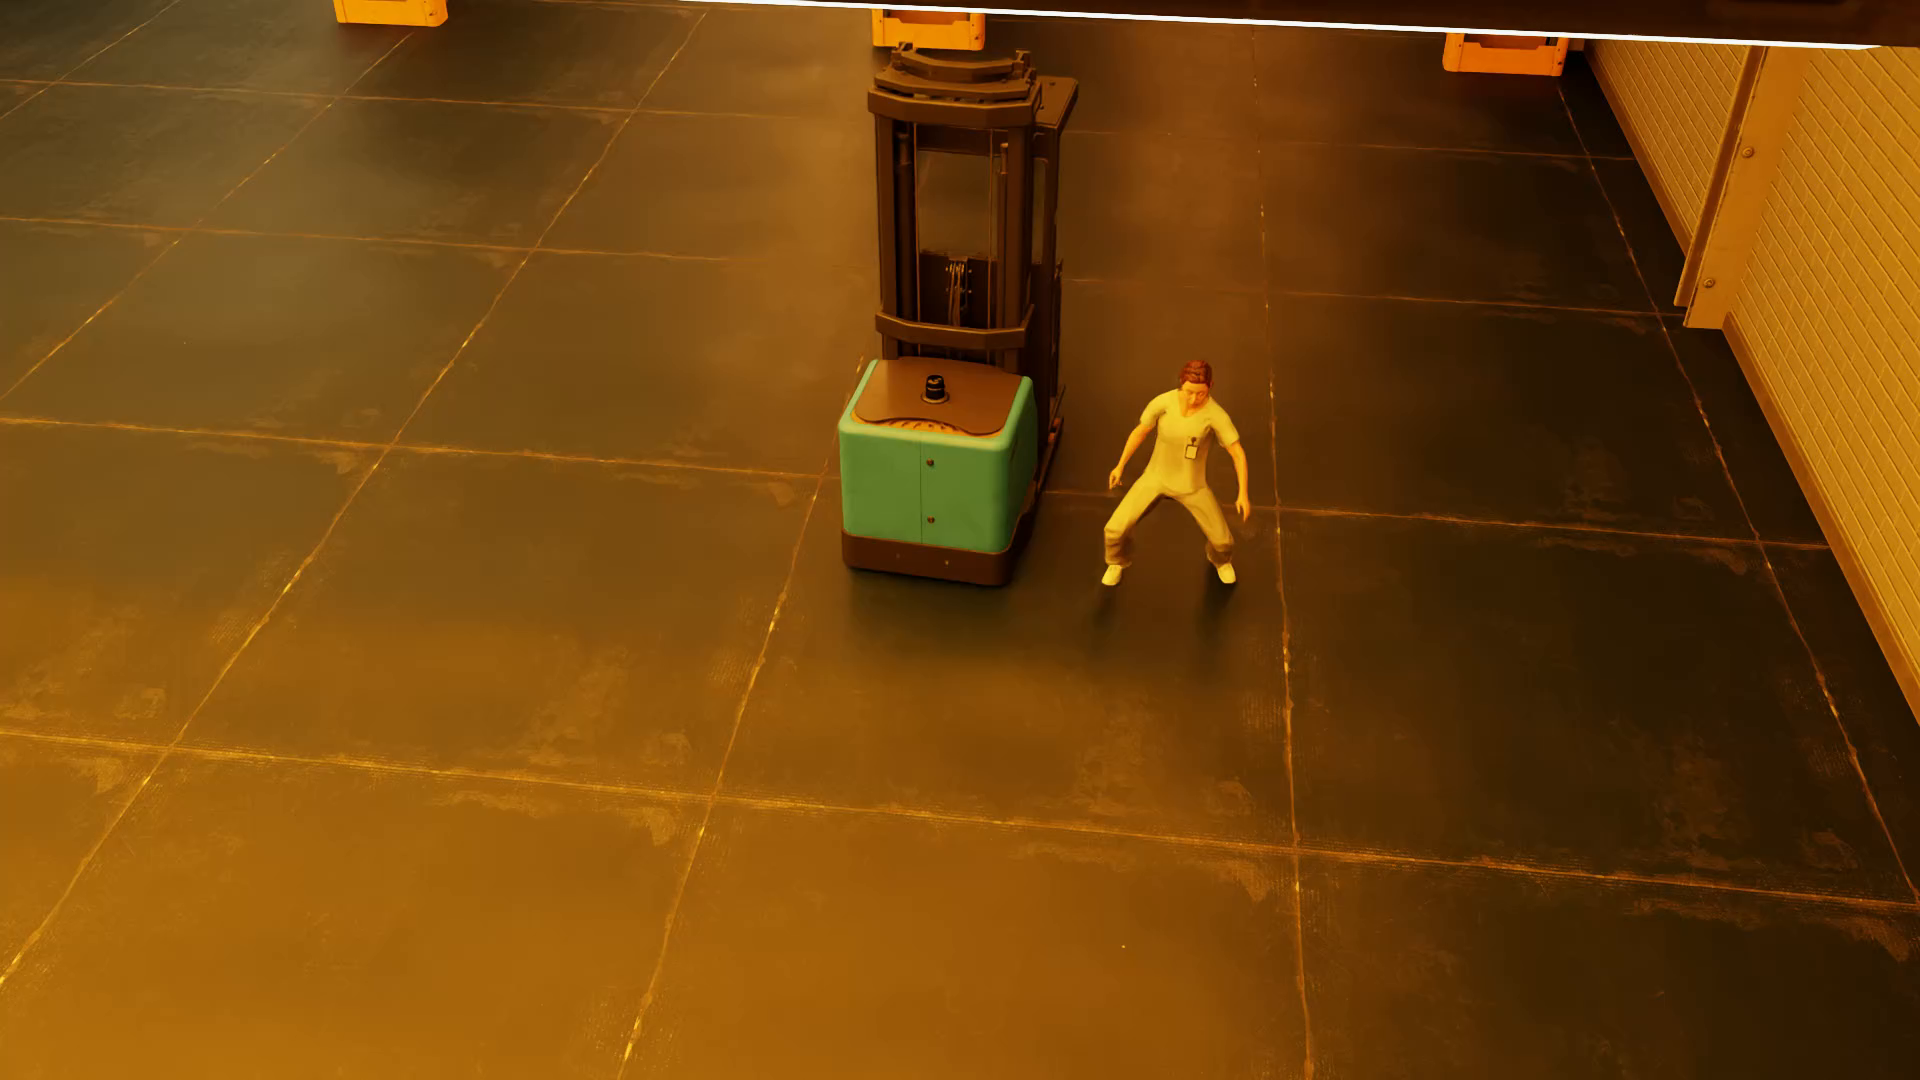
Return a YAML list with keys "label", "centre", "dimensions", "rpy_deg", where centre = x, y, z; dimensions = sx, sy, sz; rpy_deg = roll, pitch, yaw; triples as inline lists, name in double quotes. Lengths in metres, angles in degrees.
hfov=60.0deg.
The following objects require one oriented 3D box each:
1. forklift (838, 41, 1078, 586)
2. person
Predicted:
- label: "forklift"
  centre: [0.096, -1.778, 10.442]
  dimensions: [1.130, 2.935, 3.031]
  rpy_deg: [7, 37, 10]
- label: "person"
  centre: [1.302, -0.360, 9.665]
  dimensions: [0.850, 1.531, 0.664]
  rpy_deg: [12, 38, 15]
